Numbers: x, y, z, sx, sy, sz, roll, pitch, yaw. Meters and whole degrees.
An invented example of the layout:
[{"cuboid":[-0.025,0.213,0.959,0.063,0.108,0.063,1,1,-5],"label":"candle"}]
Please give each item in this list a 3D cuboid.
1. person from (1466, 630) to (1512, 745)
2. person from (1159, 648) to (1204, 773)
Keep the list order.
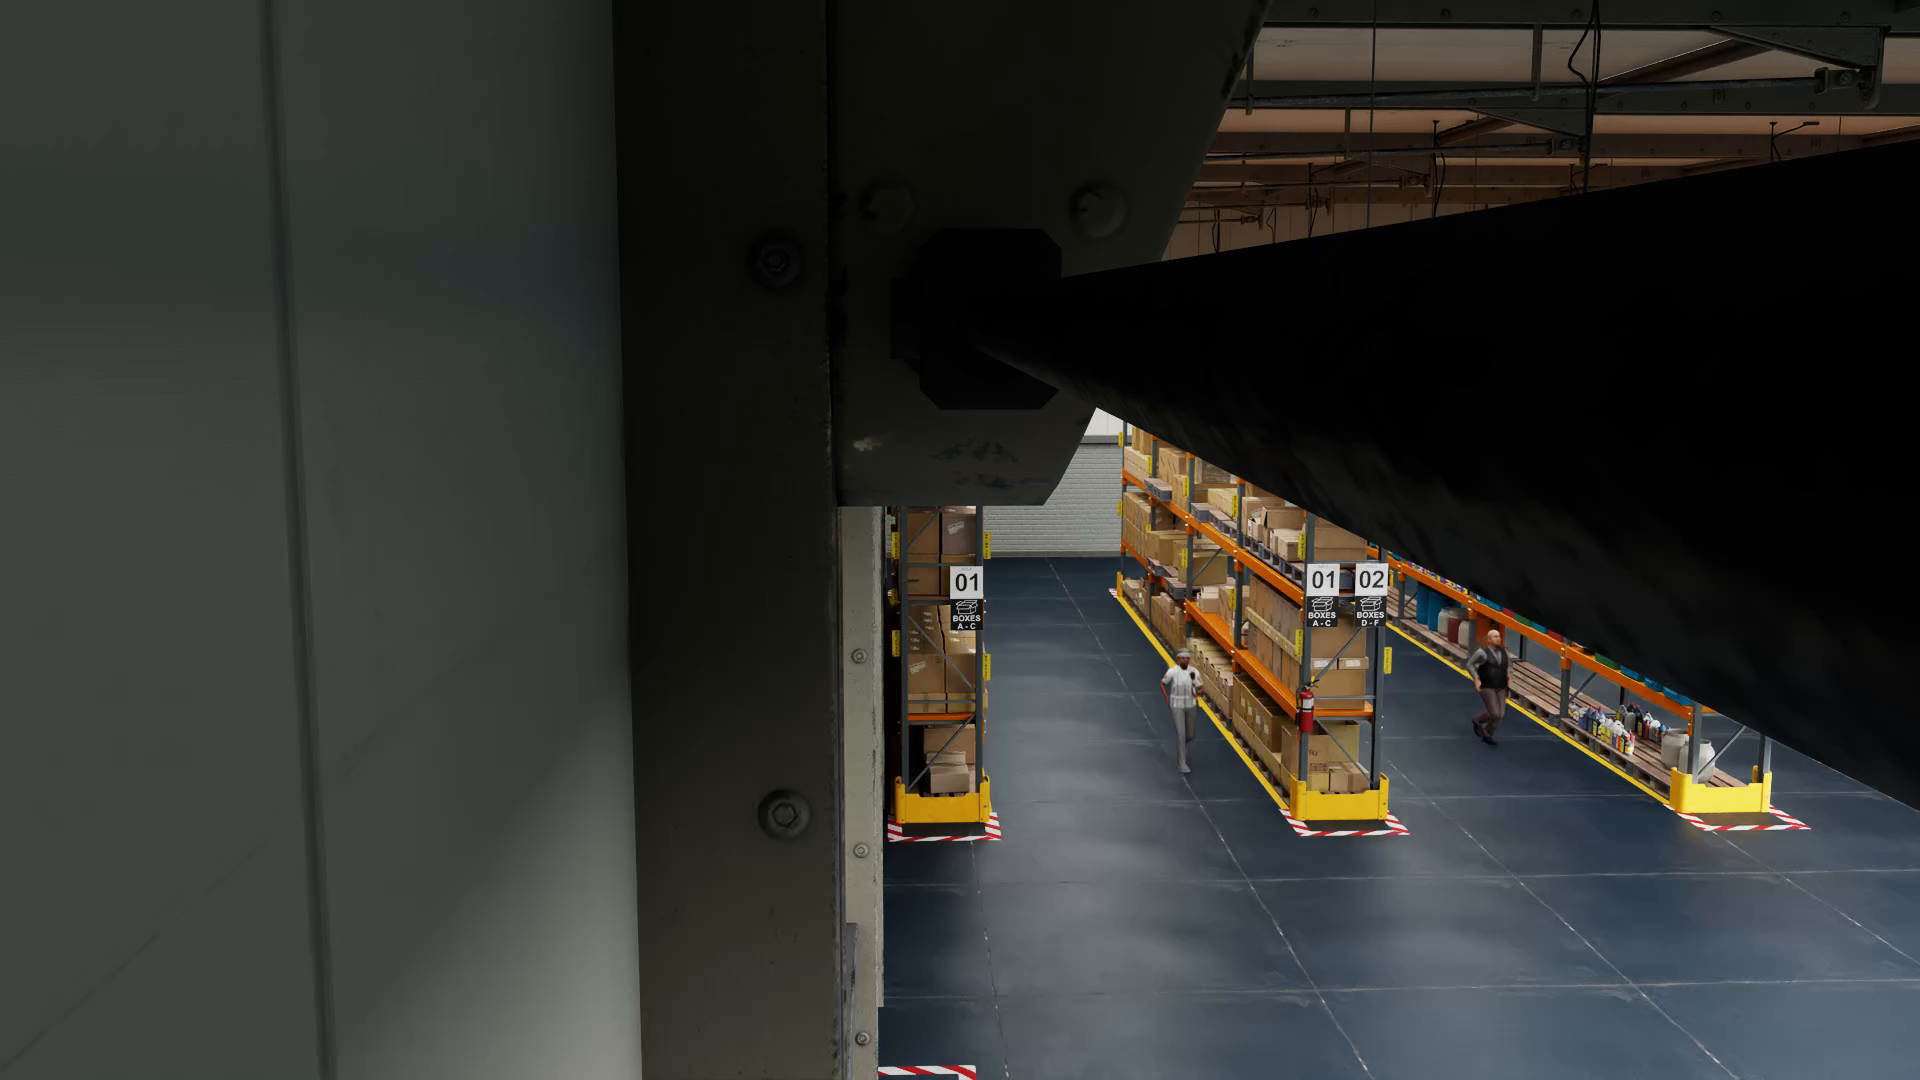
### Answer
[{"cuboid":[7.702,2.140,23.999,0.652,1.676,0.569,-2,8,-17],"label":"person"},{"cuboid":[3.063,2.289,22.890,0.587,1.671,0.871,-1,8,-5],"label":"person"}]
